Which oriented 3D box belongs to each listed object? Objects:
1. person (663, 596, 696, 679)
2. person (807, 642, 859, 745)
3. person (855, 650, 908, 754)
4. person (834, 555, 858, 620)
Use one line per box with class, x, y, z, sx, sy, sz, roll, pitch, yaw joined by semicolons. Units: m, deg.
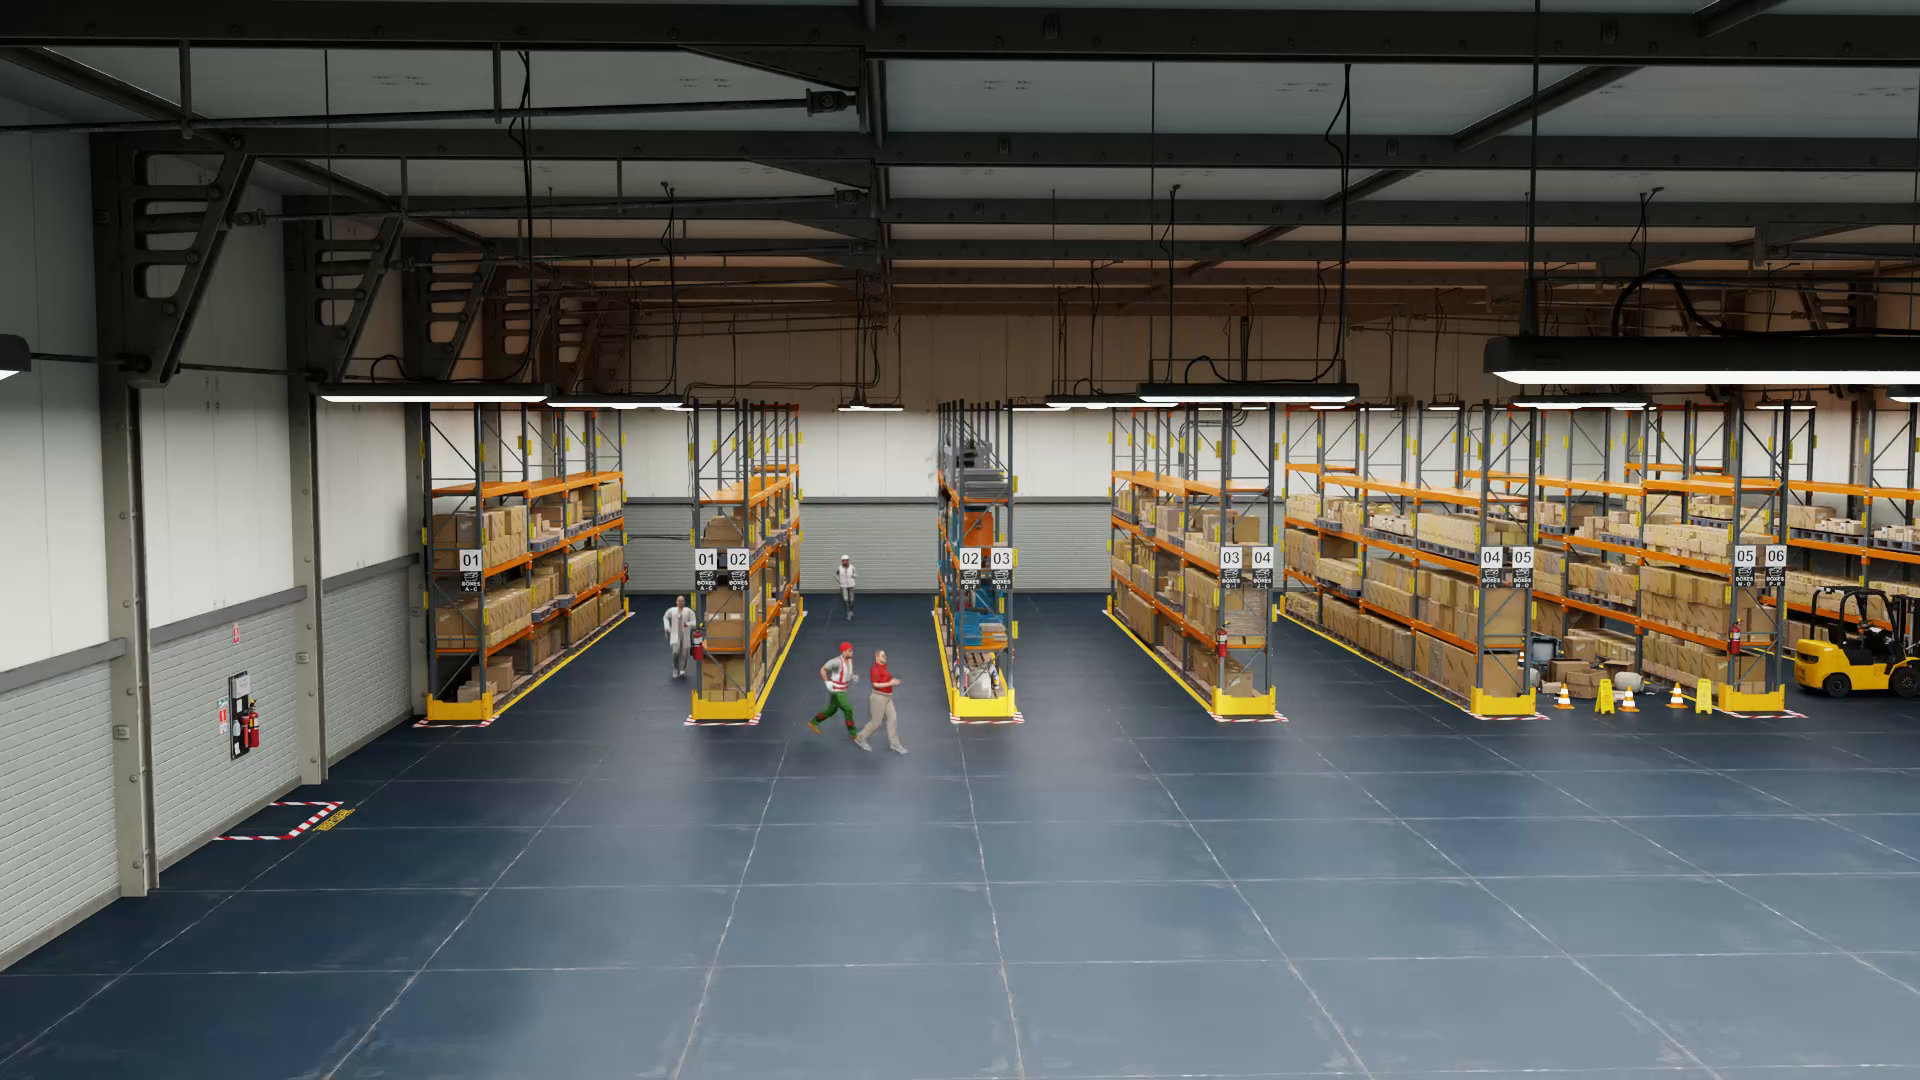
person;-6.058;2.109;35.997;0.684;1.789;0.761;-1;4;-12
person;-2.159;2.649;28.923;1.130;1.780;0.660;2;5;21
person;-1.329;2.717;27.975;0.898;1.752;0.653;1;5;17
person;-3.166;1.333;46.385;0.658;1.840;0.749;-1;4;-12
